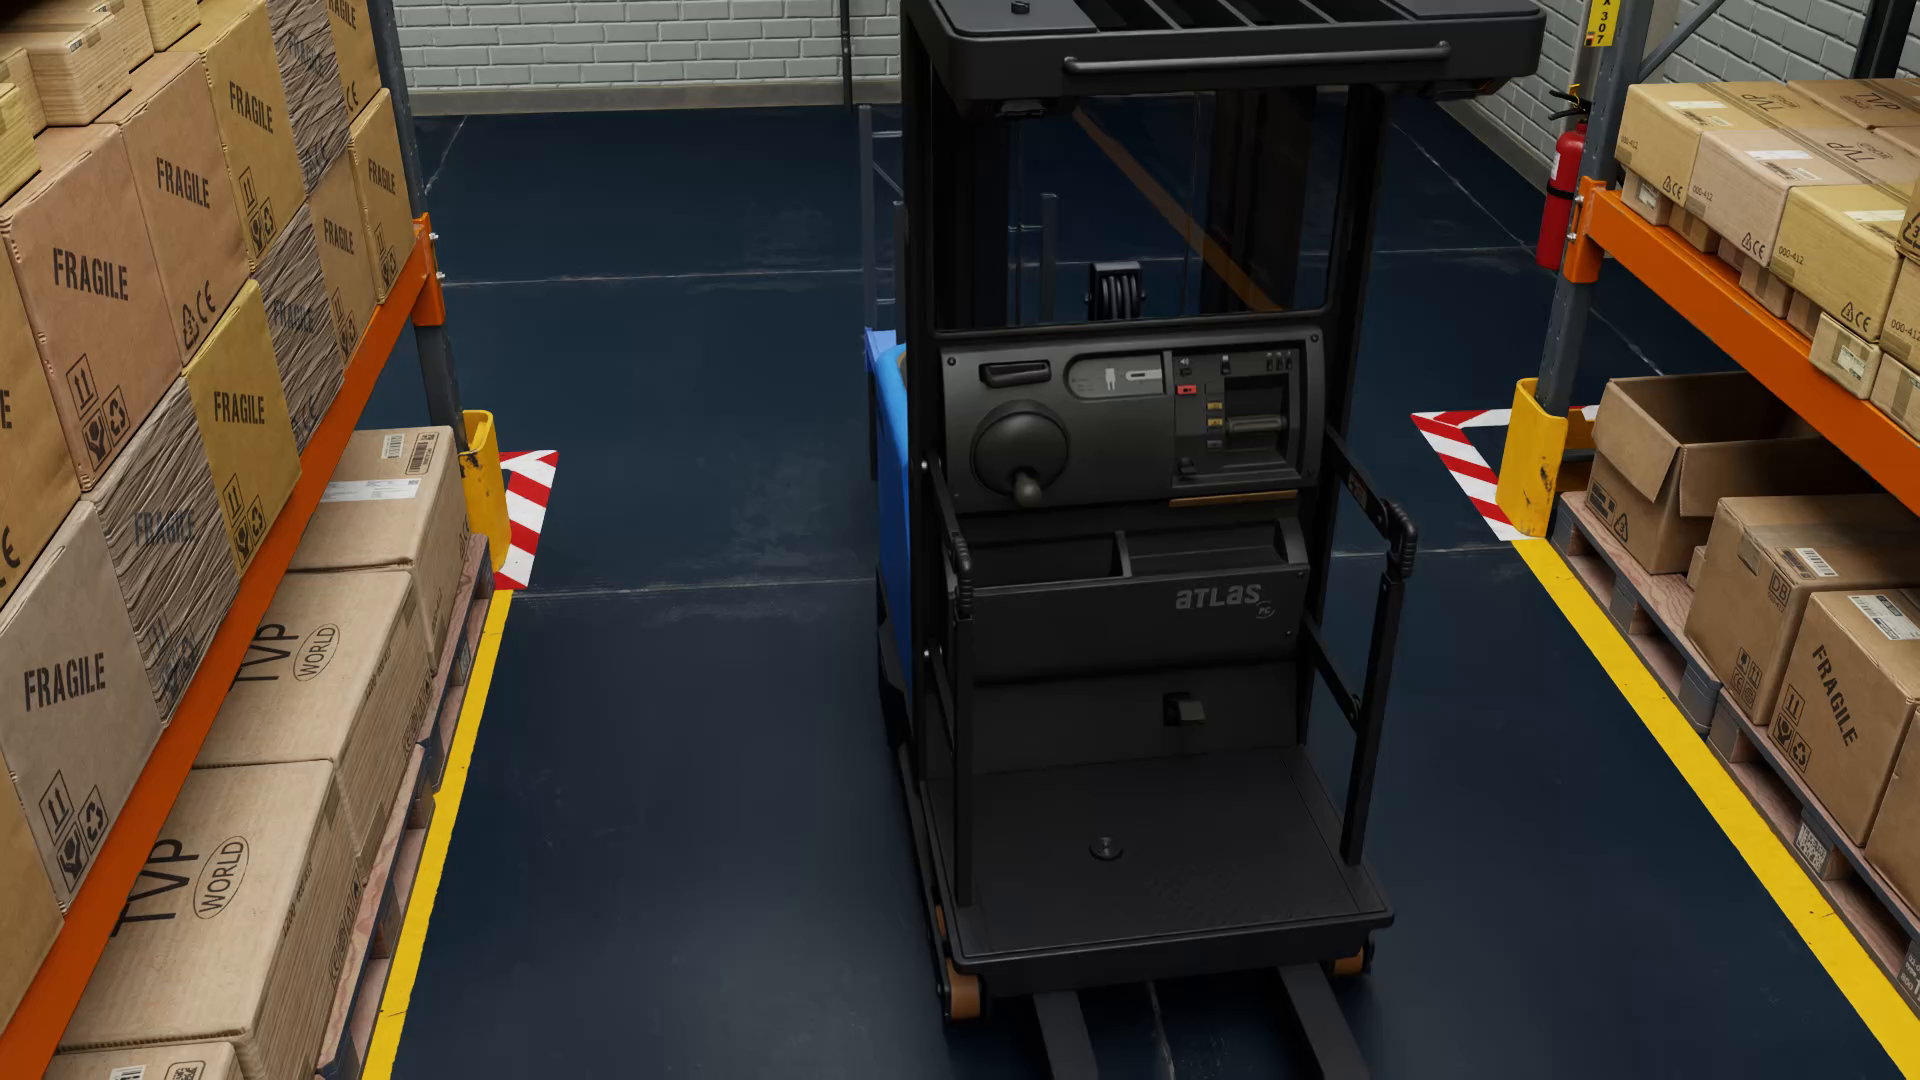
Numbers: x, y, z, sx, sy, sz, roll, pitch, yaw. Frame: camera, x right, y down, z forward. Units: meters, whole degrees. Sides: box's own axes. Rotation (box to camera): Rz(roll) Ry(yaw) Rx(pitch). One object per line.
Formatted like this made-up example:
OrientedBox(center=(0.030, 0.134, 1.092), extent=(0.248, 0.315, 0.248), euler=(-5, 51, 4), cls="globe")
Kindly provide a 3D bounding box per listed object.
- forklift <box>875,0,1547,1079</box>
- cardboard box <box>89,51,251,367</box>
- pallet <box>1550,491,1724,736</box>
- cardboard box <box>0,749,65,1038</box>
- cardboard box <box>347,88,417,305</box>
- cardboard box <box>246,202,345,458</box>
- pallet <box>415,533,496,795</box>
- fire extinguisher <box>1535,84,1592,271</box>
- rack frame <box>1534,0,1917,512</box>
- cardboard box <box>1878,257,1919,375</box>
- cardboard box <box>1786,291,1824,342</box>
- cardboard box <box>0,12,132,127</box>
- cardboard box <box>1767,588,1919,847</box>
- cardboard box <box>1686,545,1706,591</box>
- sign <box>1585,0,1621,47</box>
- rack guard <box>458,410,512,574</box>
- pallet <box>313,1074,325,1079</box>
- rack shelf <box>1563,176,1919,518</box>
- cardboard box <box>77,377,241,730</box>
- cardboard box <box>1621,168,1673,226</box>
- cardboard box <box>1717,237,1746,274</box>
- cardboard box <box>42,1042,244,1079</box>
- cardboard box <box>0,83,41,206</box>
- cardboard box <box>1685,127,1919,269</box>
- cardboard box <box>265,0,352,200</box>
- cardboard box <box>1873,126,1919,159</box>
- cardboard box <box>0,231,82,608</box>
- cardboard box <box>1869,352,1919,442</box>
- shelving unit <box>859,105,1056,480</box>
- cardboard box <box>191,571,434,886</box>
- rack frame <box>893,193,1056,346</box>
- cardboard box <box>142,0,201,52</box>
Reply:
OrientedBox(center=(0.454, -0.241, 3.795), extent=(1.130, 2.935, 3.031), euler=(-4, 31, -7), cls="forklift")
OrientedBox(center=(-1.814, -0.671, 3.375), extent=(0.500, 0.500, 0.500), euler=(-3, 31, -5), cls="cardboard box")
OrientedBox(center=(2.762, 0.195, 5.718), extent=(1.003, 0.211, 1.213), euler=(-3, 31, -5), cls="pallet")
OrientedBox(center=(-1.672, 0.539, 2.325), extent=(0.500, 0.500, 0.500), euler=(-2, 31, -3), cls="cardboard box")
OrientedBox(center=(-1.954, -1.017, 4.931), extent=(0.500, 0.500, 0.500), euler=(-3, 31, -4), cls="cardboard box")
OrientedBox(center=(-1.864, -0.498, 4.062), extent=(0.500, 0.500, 0.500), euler=(-2, 31, -3), cls="cardboard box")
OrientedBox(center=(-2.110, 0.394, 5.385), extent=(1.003, 0.211, 1.213), euler=(-3, 31, -5), cls="pallet")
OrientedBox(center=(2.205, -1.307, 5.953), extent=(0.296, 0.674, 0.183), euler=(-3, 31, -5), cls="fire extinguisher")
OrientedBox(center=(2.679, -1.448, 5.749), extent=(1.000, 3.000, 0.127), euler=(-3, 31, -5), cls="rack frame")
OrientedBox(center=(2.620, -0.490, 4.002), extent=(0.500, 0.250, 0.500), euler=(-4, 31, -6), cls="cardboard box")
OrientedBox(center=(2.559, -0.631, 4.627), extent=(0.380, 0.149, 0.250), euler=(-2, 31, -4), cls="cardboard box")
OrientedBox(center=(-1.783, -0.869, 3.074), extent=(0.380, 0.149, 0.250), euler=(-3, 31, -4), cls="cardboard box")
OrientedBox(center=(2.633, 0.475, 4.558), extent=(0.500, 0.500, 0.500), euler=(-2, 31, -4), cls="cardboard box")
OrientedBox(center=(2.643, 0.131, 5.475), extent=(0.380, 0.149, 0.250), euler=(-4, 31, -7), cls="cardboard box")
OrientedBox(center=(2.139, -1.793, 5.483), extent=(0.100, 0.325, 0.005), euler=(-3, 31, -5), cls="sign")
OrientedBox(center=(-2.265, -0.147, 6.009), extent=(1.175, 0.500, 0.348), euler=(-3, 31, -5), cls="rack guard")
OrientedBox(center=(-1.882, 1.639, 3.300), extent=(1.003, 0.211, 1.213), euler=(-3, 31, -5), cls="pallet")
OrientedBox(center=(2.866, -0.118, 4.224), extent=(1.077, 0.370, 4.000), euler=(-3, 31, -5), cls="rack shelf")
OrientedBox(center=(-1.755, 0.028, 3.181), extent=(0.500, 0.500, 0.500), euler=(-3, 31, -4), cls="cardboard box")
OrientedBox(center=(2.437, -1.159, 5.510), extent=(0.380, 0.149, 0.250), euler=(-3, 31, -5), cls="cardboard box")
OrientedBox(center=(2.566, -0.899, 5.075), extent=(0.380, 0.149, 0.250), euler=(-3, 31, -5), cls="cardboard box")
OrientedBox(center=(-1.840, 1.428, 3.023), extent=(0.875, 0.438, 0.875), euler=(-3, 31, -5), cls="cardboard box")
OrientedBox(center=(-1.724, -0.616, 2.650), extent=(0.380, 0.149, 0.250), euler=(-4, 31, -6), cls="cardboard box")
OrientedBox(center=(2.501, -1.009, 4.871), extent=(0.500, 0.250, 0.500), euler=(-2, 31, -4), cls="cardboard box")
OrientedBox(center=(-1.902, -1.180, 4.228), extent=(0.500, 0.500, 0.500), euler=(-3, 31, -4), cls="cardboard box")
OrientedBox(center=(3.033, -1.026, 4.898), extent=(0.500, 0.250, 0.500), euler=(-3, 31, -4), cls="cardboard box")
OrientedBox(center=(-1.733, -0.151, 2.505), extent=(0.500, 0.500, 0.500), euler=(-3, 31, -5), cls="cardboard box")
OrientedBox(center=(2.553, -0.365, 4.182), extent=(0.380, 0.149, 0.250), euler=(-2, 31, -3), cls="cardboard box")
OrientedBox(center=(-0.033, -0.654, 5.882), extent=(0.538, 1.500, 1.048), euler=(-5, 31, -8), cls="shelving unit")
OrientedBox(center=(-2.007, 0.511, 4.559), extent=(0.875, 0.438, 0.875), euler=(-2, 31, -3), cls="cardboard box")
OrientedBox(center=(0.045, -0.396, 5.451), extent=(0.500, 1.500, 0.032), euler=(-5, 31, -8), cls="rack frame")
OrientedBox(center=(-1.856, -1.136, 3.522), extent=(0.380, 0.149, 0.250), euler=(-2, 31, -3), cls="cardboard box")
